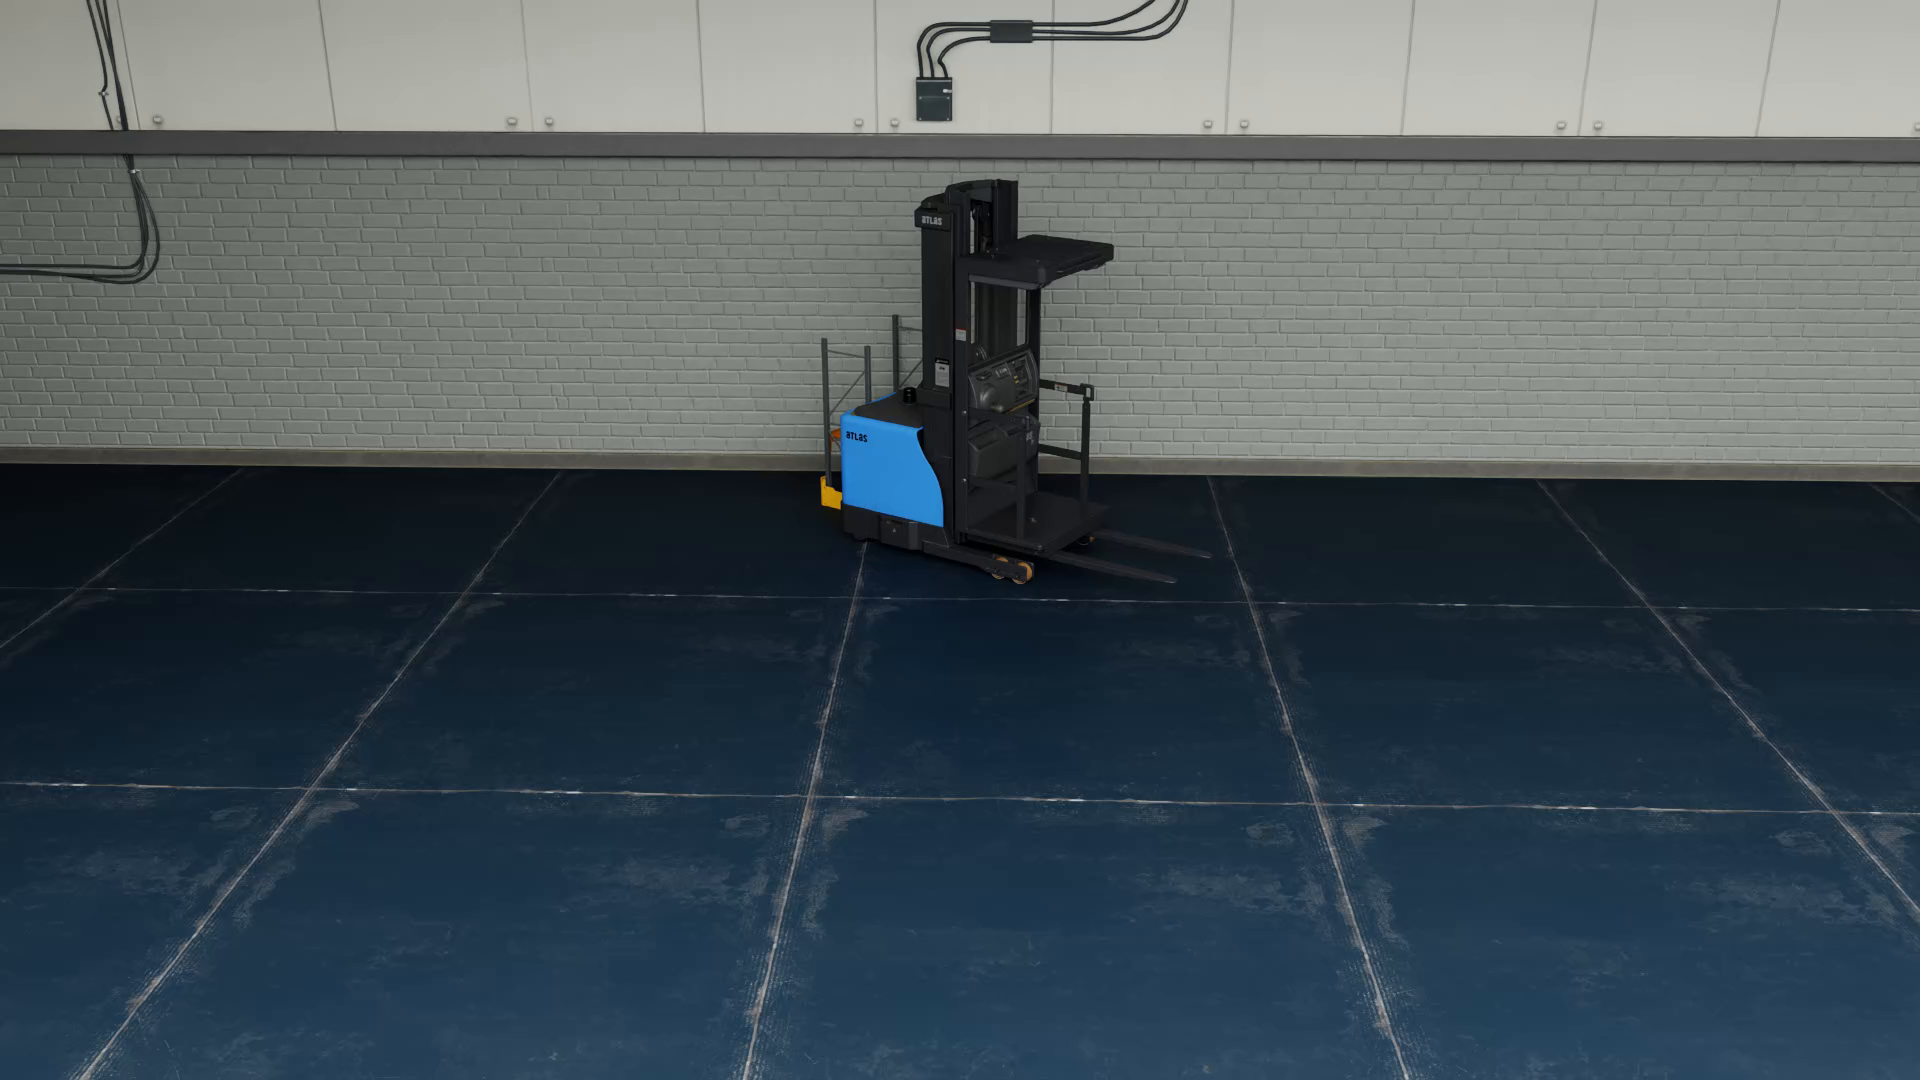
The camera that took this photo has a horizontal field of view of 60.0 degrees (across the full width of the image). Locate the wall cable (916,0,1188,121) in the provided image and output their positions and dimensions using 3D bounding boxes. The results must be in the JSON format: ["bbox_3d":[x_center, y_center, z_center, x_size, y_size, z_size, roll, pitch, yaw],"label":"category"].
[{"bbox_3d":[0.780,-6.383,13.132,2.305,6.003,0.169,1,21,2],"label":"wall cable"}]

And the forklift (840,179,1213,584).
[{"bbox_3d":[0.519,-1.242,12.972,3.031,2.935,1.130,13,25,31],"label":"forklift"}]

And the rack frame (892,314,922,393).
[{"bbox_3d":[-0.391,-1.267,15.015,0.500,1.500,0.032,14,25,31],"label":"rack frame"}]

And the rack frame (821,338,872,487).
[{"bbox_3d":[-0.960,-0.962,14.230,0.500,1.500,0.032,14,25,31],"label":"rack frame"}]

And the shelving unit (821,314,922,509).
[{"bbox_3d":[-0.680,-1.112,14.615,0.587,1.500,1.083,14,25,31],"label":"shelving unit"}]

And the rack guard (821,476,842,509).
[{"bbox_3d":[-0.960,-0.380,14.457,0.587,0.250,0.087,14,25,31],"label":"rack guard"}]

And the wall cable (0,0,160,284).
[{"bbox_3d":[-8.708,-3.460,14.592,3.097,2.526,0.112,1,21,2],"label":"wall cable"}]

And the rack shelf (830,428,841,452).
[{"bbox_3d":[-0.675,-0.947,14.687,0.538,0.185,1.000,14,25,31],"label":"rack shelf"}]
